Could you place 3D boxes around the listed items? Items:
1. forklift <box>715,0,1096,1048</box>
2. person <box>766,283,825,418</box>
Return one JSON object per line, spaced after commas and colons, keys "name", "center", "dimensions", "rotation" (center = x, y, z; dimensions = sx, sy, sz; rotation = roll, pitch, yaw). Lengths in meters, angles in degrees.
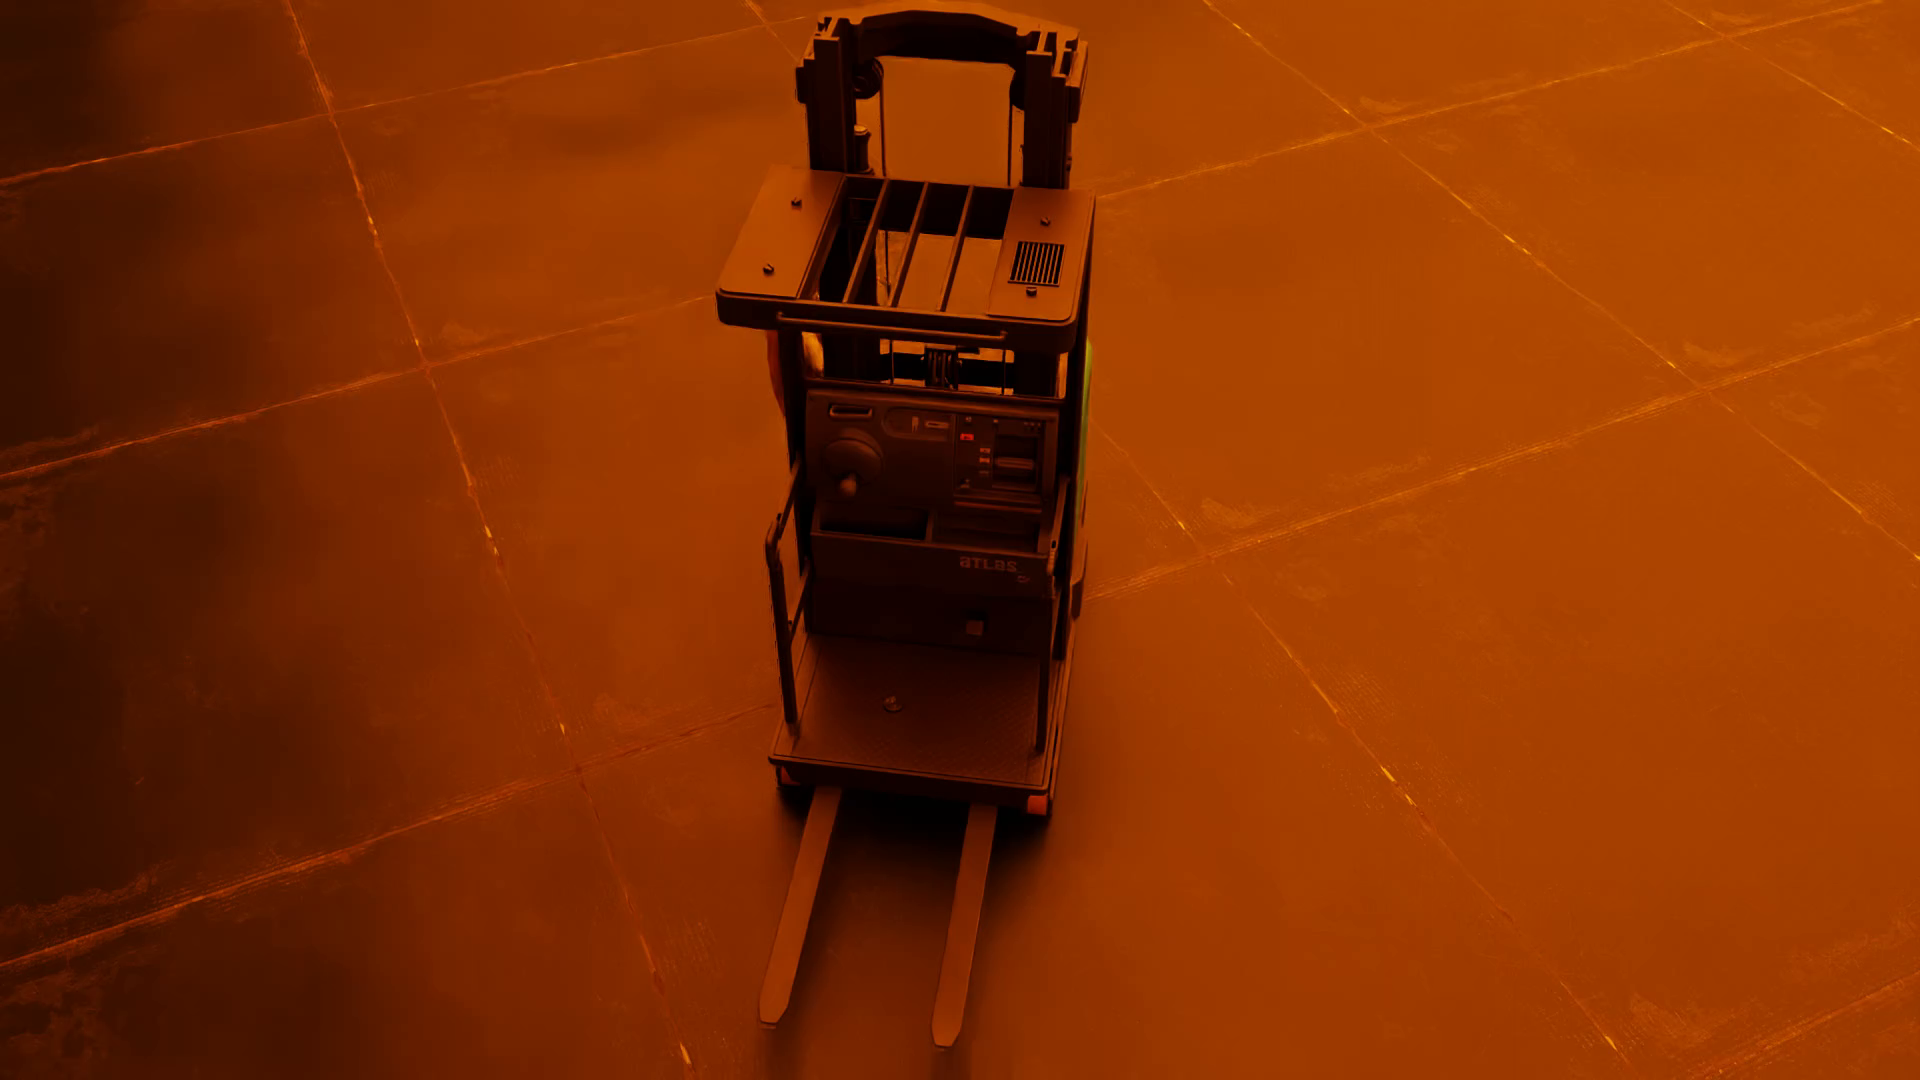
{"name": "forklift", "center": [-0.137, -0.238, 5.935], "dimensions": [1.130, 2.935, 3.031], "rotation": [6, 43, 6]}
{"name": "person", "center": [-0.496, -0.763, 7.668], "dimensions": [0.753, 1.366, 0.742], "rotation": [-19, 46, -19]}
